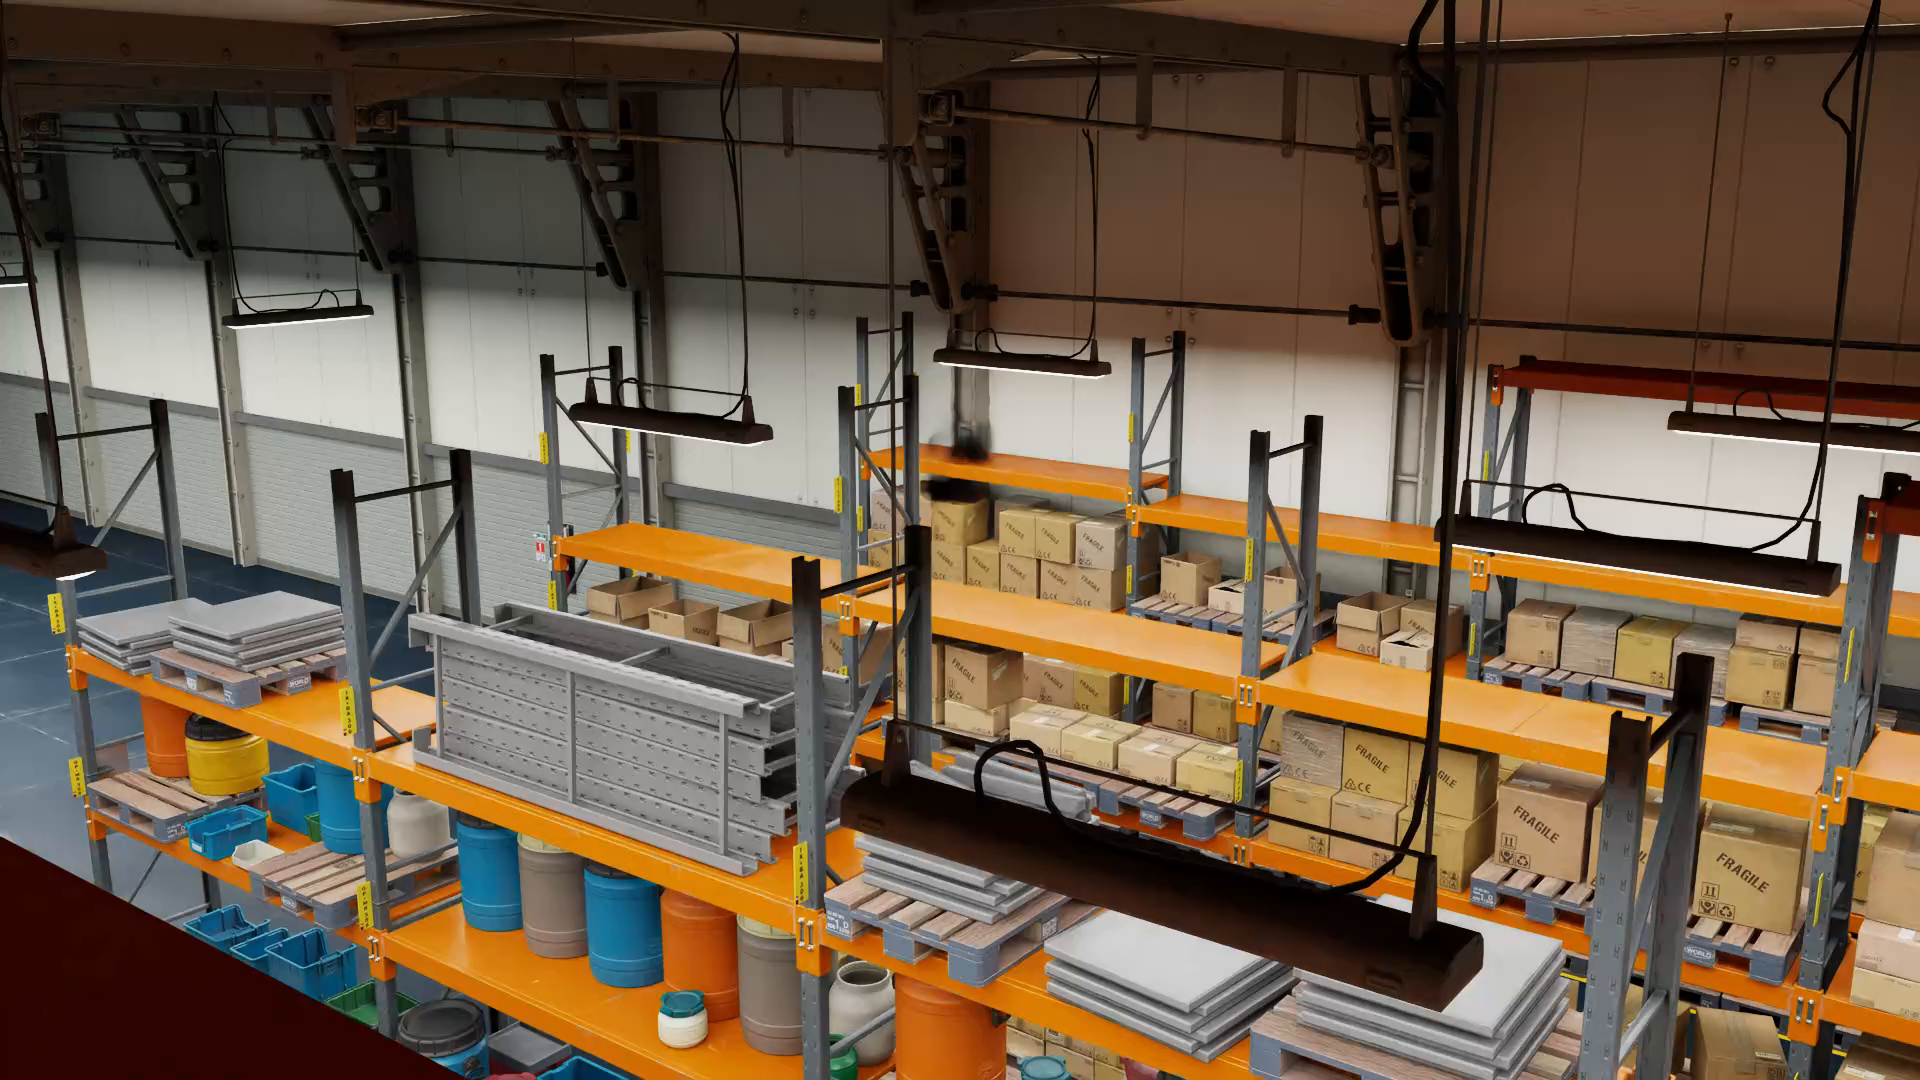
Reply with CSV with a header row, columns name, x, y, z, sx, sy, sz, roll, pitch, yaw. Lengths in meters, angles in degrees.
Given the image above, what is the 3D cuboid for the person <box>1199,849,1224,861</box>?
name,x,y,z,sx,sy,sz,roll,pitch,yaw
person,2.277,3.713,15.567,0.726,1.740,0.590,9,16,34
